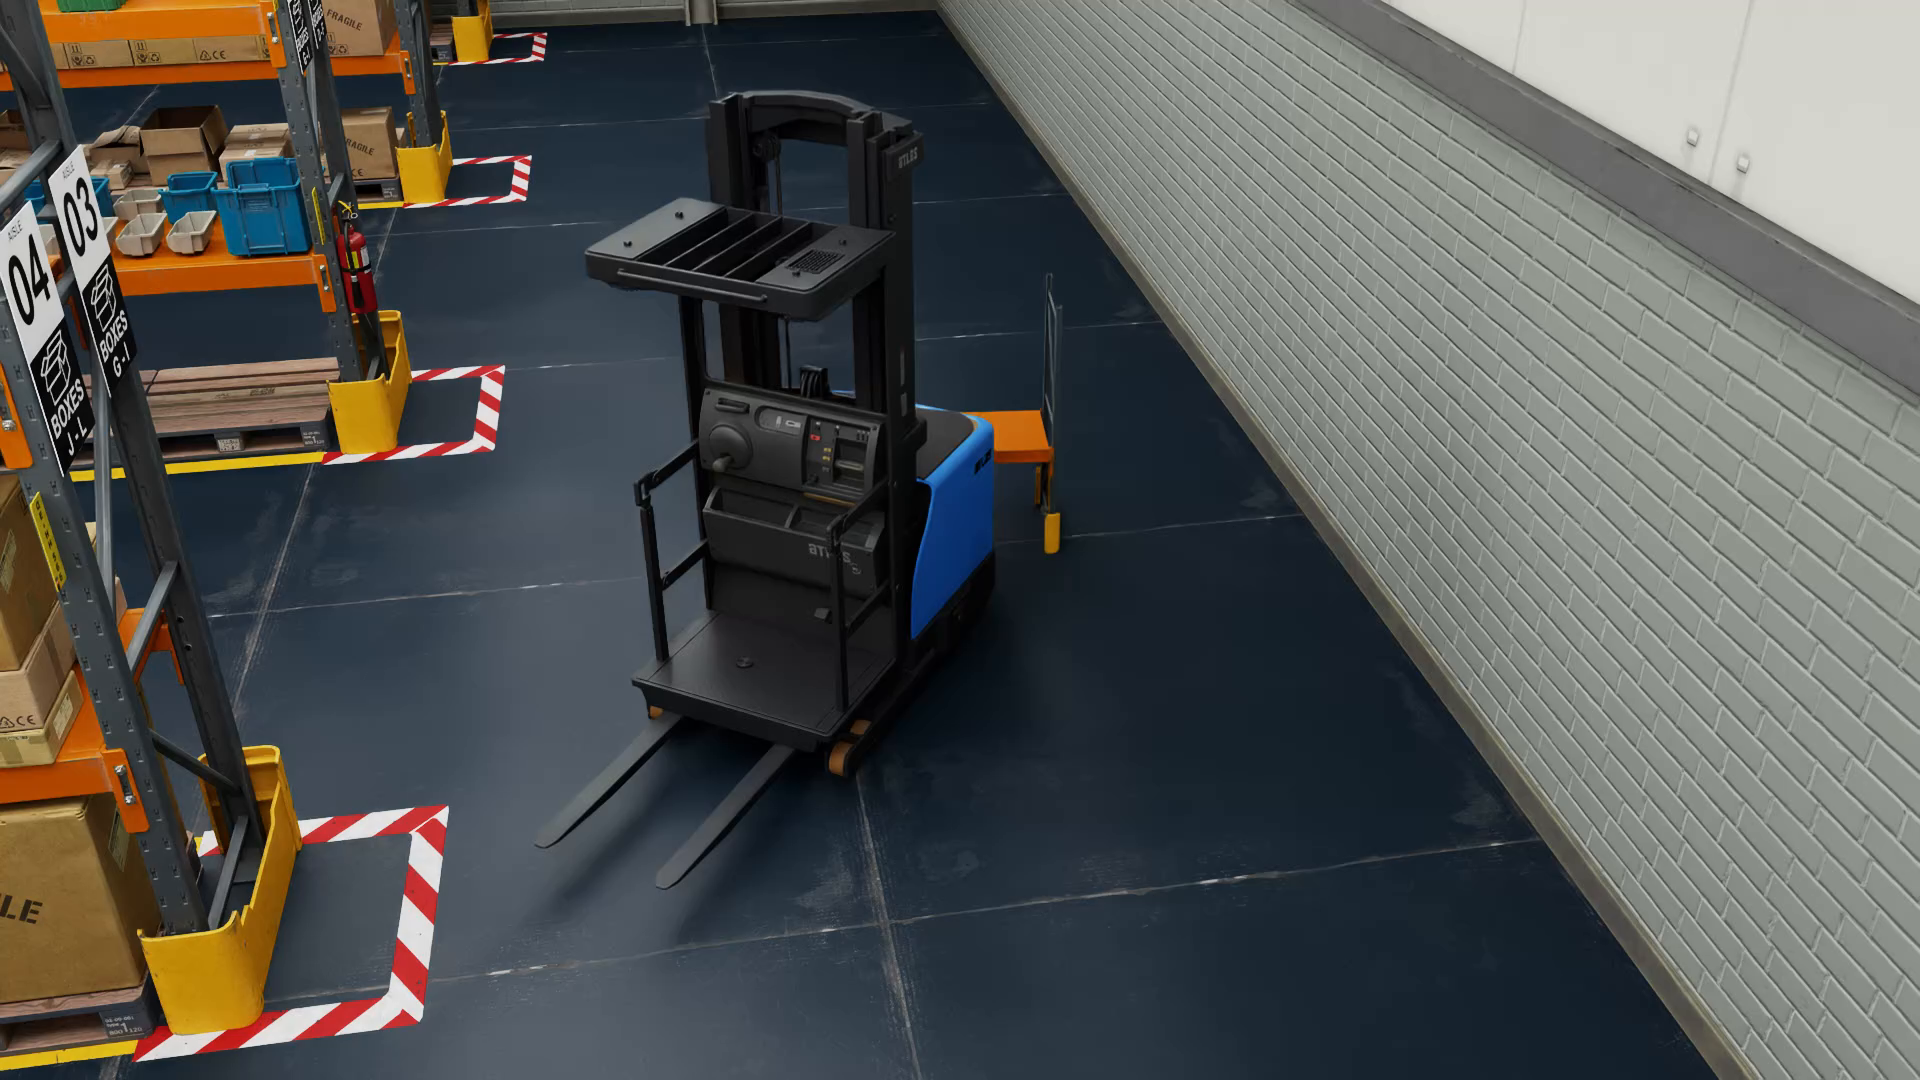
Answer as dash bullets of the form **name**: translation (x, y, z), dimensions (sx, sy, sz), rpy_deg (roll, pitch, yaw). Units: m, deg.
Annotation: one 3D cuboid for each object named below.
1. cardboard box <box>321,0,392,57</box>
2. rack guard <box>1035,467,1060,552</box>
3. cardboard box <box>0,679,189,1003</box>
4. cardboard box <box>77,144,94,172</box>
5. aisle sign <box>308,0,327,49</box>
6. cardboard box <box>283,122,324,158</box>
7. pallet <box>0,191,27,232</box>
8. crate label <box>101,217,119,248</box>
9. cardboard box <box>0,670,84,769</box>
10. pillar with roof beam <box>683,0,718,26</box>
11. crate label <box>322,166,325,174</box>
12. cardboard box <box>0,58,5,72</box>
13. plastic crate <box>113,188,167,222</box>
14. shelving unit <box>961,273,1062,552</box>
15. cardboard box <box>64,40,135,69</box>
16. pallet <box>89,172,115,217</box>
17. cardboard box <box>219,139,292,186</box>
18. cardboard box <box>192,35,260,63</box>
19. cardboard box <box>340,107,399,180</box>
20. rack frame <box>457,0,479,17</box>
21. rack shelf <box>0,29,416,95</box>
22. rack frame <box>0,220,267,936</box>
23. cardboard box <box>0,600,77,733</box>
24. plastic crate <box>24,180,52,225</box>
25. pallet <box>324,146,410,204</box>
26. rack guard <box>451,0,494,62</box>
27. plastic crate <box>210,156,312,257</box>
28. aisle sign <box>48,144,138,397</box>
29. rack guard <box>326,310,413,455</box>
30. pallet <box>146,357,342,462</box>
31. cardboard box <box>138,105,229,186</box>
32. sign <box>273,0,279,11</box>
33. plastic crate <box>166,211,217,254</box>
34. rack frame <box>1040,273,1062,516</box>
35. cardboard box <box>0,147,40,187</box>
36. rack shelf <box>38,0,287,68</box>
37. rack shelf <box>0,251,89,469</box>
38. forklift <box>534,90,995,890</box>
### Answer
- **cardboard box**: translation (-5.217, -4.470, 14.294), dimensions (0.500, 0.500, 0.500), rpy_deg (-4, 31, -7)
- **rack guard**: translation (0.515, -0.185, 9.817), dimensions (0.087, 0.250, 0.587), rpy_deg (-2, 31, -3)
- **cardboard box**: translation (-3.660, 1.169, 6.484), dimensions (0.875, 0.875, 0.875), rpy_deg (-5, 31, -9)
- **cardboard box**: translation (-7.893, -3.456, 15.047), dimensions (0.250, 0.149, 0.380), rpy_deg (-5, 31, -9)
- **aisle sign**: translation (-3.920, -3.408, 10.023), dimensions (0.004, 0.787, 0.394), rpy_deg (-5, 31, -9)
- **cardboard box**: translation (-5.903, -3.654, 15.283), dimensions (0.500, 0.250, 0.500), rpy_deg (-5, 31, -9)
- **pallet**: translation (-3.773, -0.846, 5.357), dimensions (1.213, 0.211, 1.003), rpy_deg (-5, 31, -9)
- **crate label**: translation (-5.264, -1.824, 10.093), dimensions (0.243, 0.136, 0.396), rpy_deg (-5, 31, -9)
- **cardboard box**: translation (-3.336, 0.641, 5.948), dimensions (0.250, 0.149, 0.380), rpy_deg (-5, 31, -8)
- **pillar with roof beam**: translation (-2.446, -8.190, 14.801), dimensions (0.400, 9.000, 9.100), rpy_deg (-5, 31, -9)
- **crate label**: translation (-4.239, -2.228, 10.687), dimensions (0.303, 0.233, 0.416), rpy_deg (-5, 31, -9)
- **cardboard box**: translation (-8.210, -4.192, 13.821), dimensions (0.500, 0.500, 0.500), rpy_deg (-5, 31, -8)
- **plastic crate**: translation (-5.237, -2.137, 10.626), dimensions (0.298, 0.136, 0.250), rpy_deg (-5, 31, -9)
- **shelving unit**: translation (0.018, -0.706, 9.472), dimensions (1.083, 1.500, 0.587), rpy_deg (-2, 31, -3)
- **cardboard box**: translation (-7.214, -4.285, 13.979), dimensions (0.500, 0.500, 0.500), rpy_deg (-5, 31, -9)
- **pallet**: translation (-8.084, -3.098, 14.811), dimensions (1.213, 0.211, 1.003), rpy_deg (-5, 31, -9)
- **cardboard box**: translation (-6.256, -3.363, 14.789), dimensions (0.500, 0.250, 0.500), rpy_deg (-5, 31, -9)
- **cardboard box**: translation (-6.218, -4.378, 14.137), dimensions (0.500, 0.500, 0.500), rpy_deg (-5, 31, -9)
- **cardboard box**: translation (-5.316, -3.543, 14.848), dimensions (0.500, 0.500, 0.500), rpy_deg (-5, 31, -9)
- **rack frame**: translation (-5.721, -7.073, 18.819), dimensions (0.127, 3.000, 1.000), rpy_deg (-5, 31, -9)
- **rack shelf**: translation (-6.793, -4.110, 14.491), dimensions (4.000, 0.370, 1.077), rpy_deg (-5, 31, -9)
- **rack frame**: translation (-3.045, 0.336, 6.219), dimensions (0.127, 3.000, 1.000), rpy_deg (-5, 31, -9)
- **cardboard box**: translation (-3.474, 0.449, 5.881), dimensions (0.500, 0.250, 0.500), rpy_deg (-6, 31, -10)
- **plastic crate**: translation (-5.829, -2.081, 10.436), dimensions (0.300, 0.233, 0.416), rpy_deg (-5, 31, -9)
- **pallet**: translation (-5.684, -3.321, 15.190), dimensions (1.213, 0.211, 1.003), rpy_deg (-5, 31, -9)
- **rack guard**: translation (-5.698, -5.997, 19.456), dimensions (0.348, 0.500, 1.175), rpy_deg (-5, 31, -9)
- **plastic crate**: translation (-4.233, -2.051, 10.184), dimensions (0.499, 0.435, 0.616), rpy_deg (-5, 31, -9)
- **aisle sign**: translation (-3.028, -0.941, 5.825), dimensions (0.004, 0.787, 0.394), rpy_deg (-5, 31, -9)
- **rack guard**: translation (-3.916, -1.064, 11.067), dimensions (0.348, 0.500, 1.175), rpy_deg (-5, 31, -9)
- **pallet**: translation (-4.755, -0.875, 11.030), dimensions (1.213, 0.211, 1.003), rpy_deg (-5, 31, -9)
- **cardboard box**: translation (-6.913, -3.526, 14.815), dimensions (0.637, 0.503, 0.797), rpy_deg (-5, 31, -9)
- **sign**: translation (-3.822, -3.108, 9.221), dimensions (0.005, 0.325, 0.100), rpy_deg (-5, 31, -9)
- **plastic crate**: translation (-4.706, -1.881, 10.190), dimensions (0.243, 0.136, 0.396), rpy_deg (-5, 31, -9)
- **rack frame**: translation (0.517, -0.723, 9.501), dimensions (0.032, 1.500, 0.500), rpy_deg (-2, 31, -3)
- **cardboard box**: translation (-8.308, -3.199, 14.450), dimensions (0.500, 0.311, 0.500), rpy_deg (-5, 31, -9)
- **rack shelf**: translation (-5.904, -2.934, 9.530), dimensions (4.000, 0.370, 1.077), rpy_deg (-5, 31, -9)
- **rack shelf**: translation (-5.012, -0.464, 5.330), dimensions (4.000, 0.370, 1.077), rpy_deg (-5, 31, -9)
- **forklift**: translation (-0.883, -0.398, 7.535), dimensions (1.130, 2.935, 3.031), rpy_deg (13, 33, 21)
